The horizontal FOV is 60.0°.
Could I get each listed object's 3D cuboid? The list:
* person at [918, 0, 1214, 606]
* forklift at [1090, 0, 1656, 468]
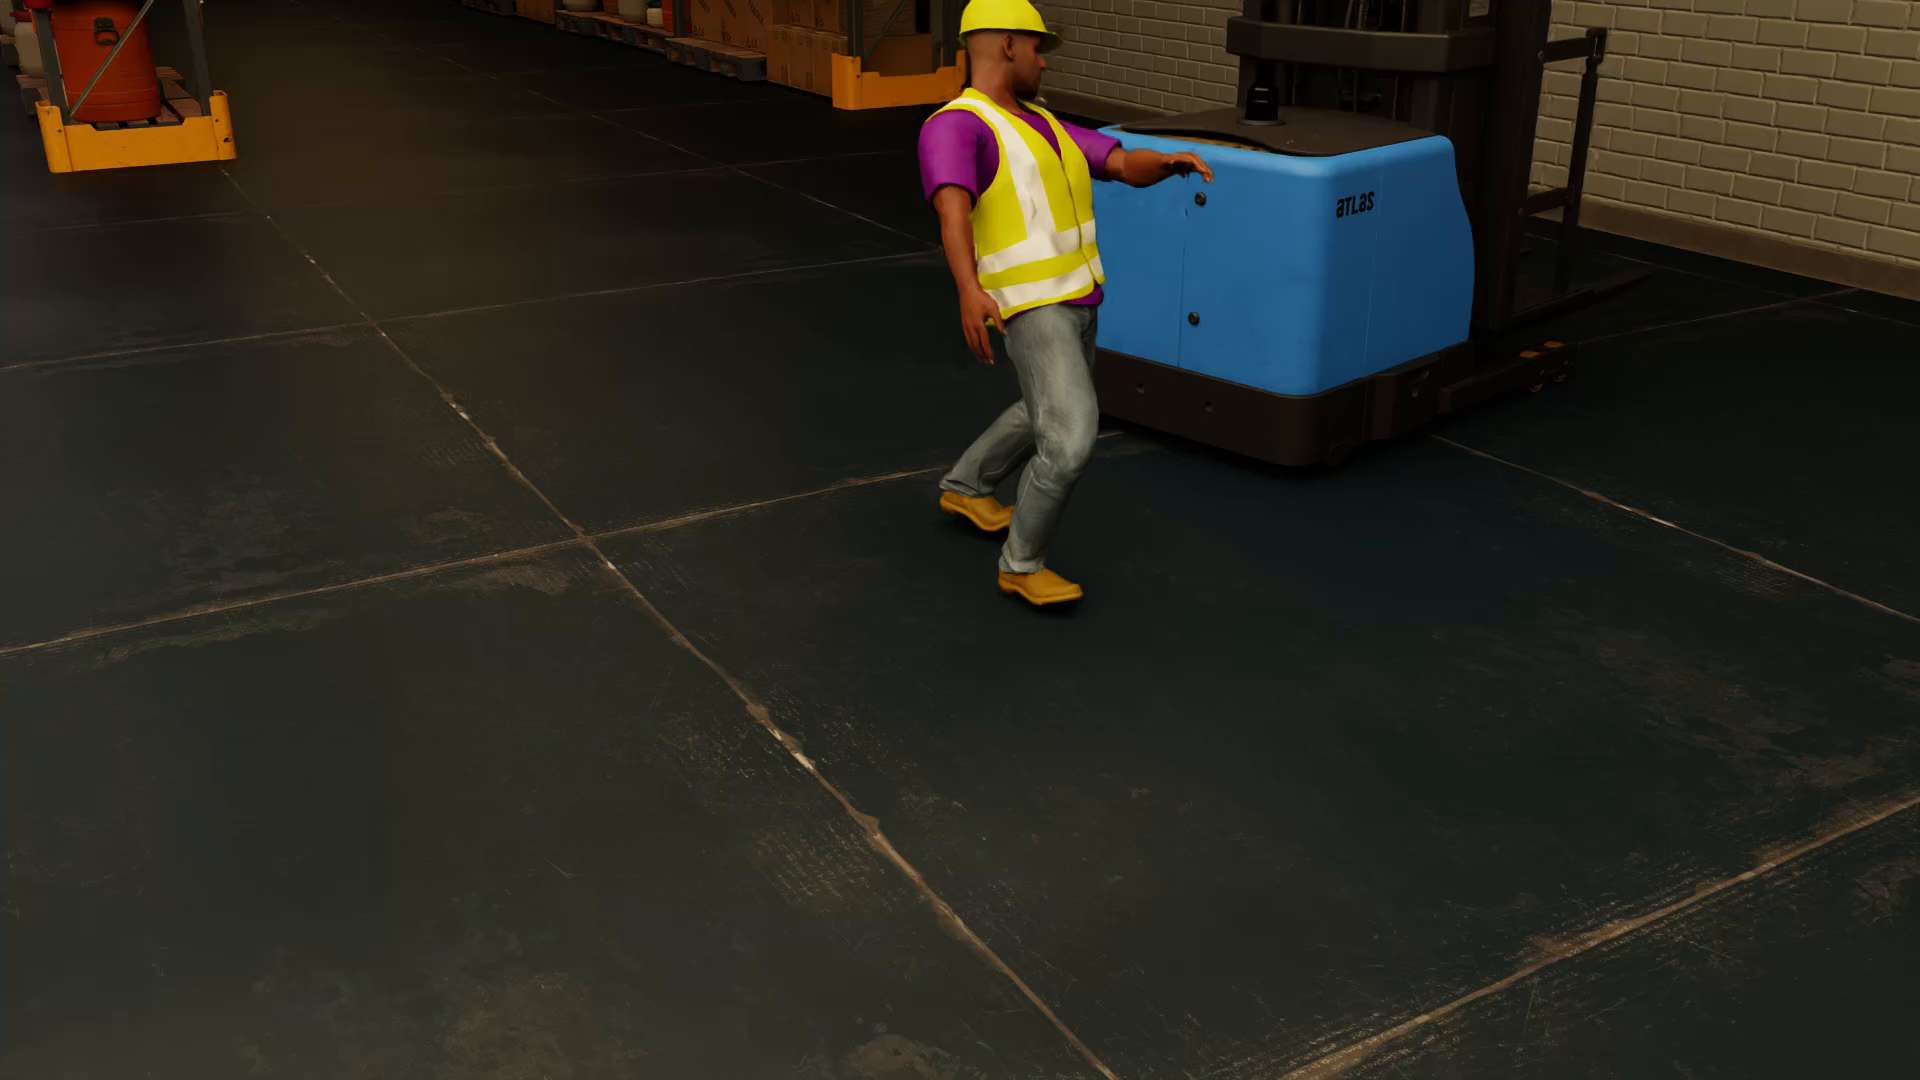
[{"bbox_3d":[0.227,-0.631,4.537,0.866,1.604,0.861,8,24,18],"label":"person"},{"bbox_3d":[1.834,-2.061,6.297,3.031,2.935,1.130,-20,30,-40],"label":"forklift"}]
